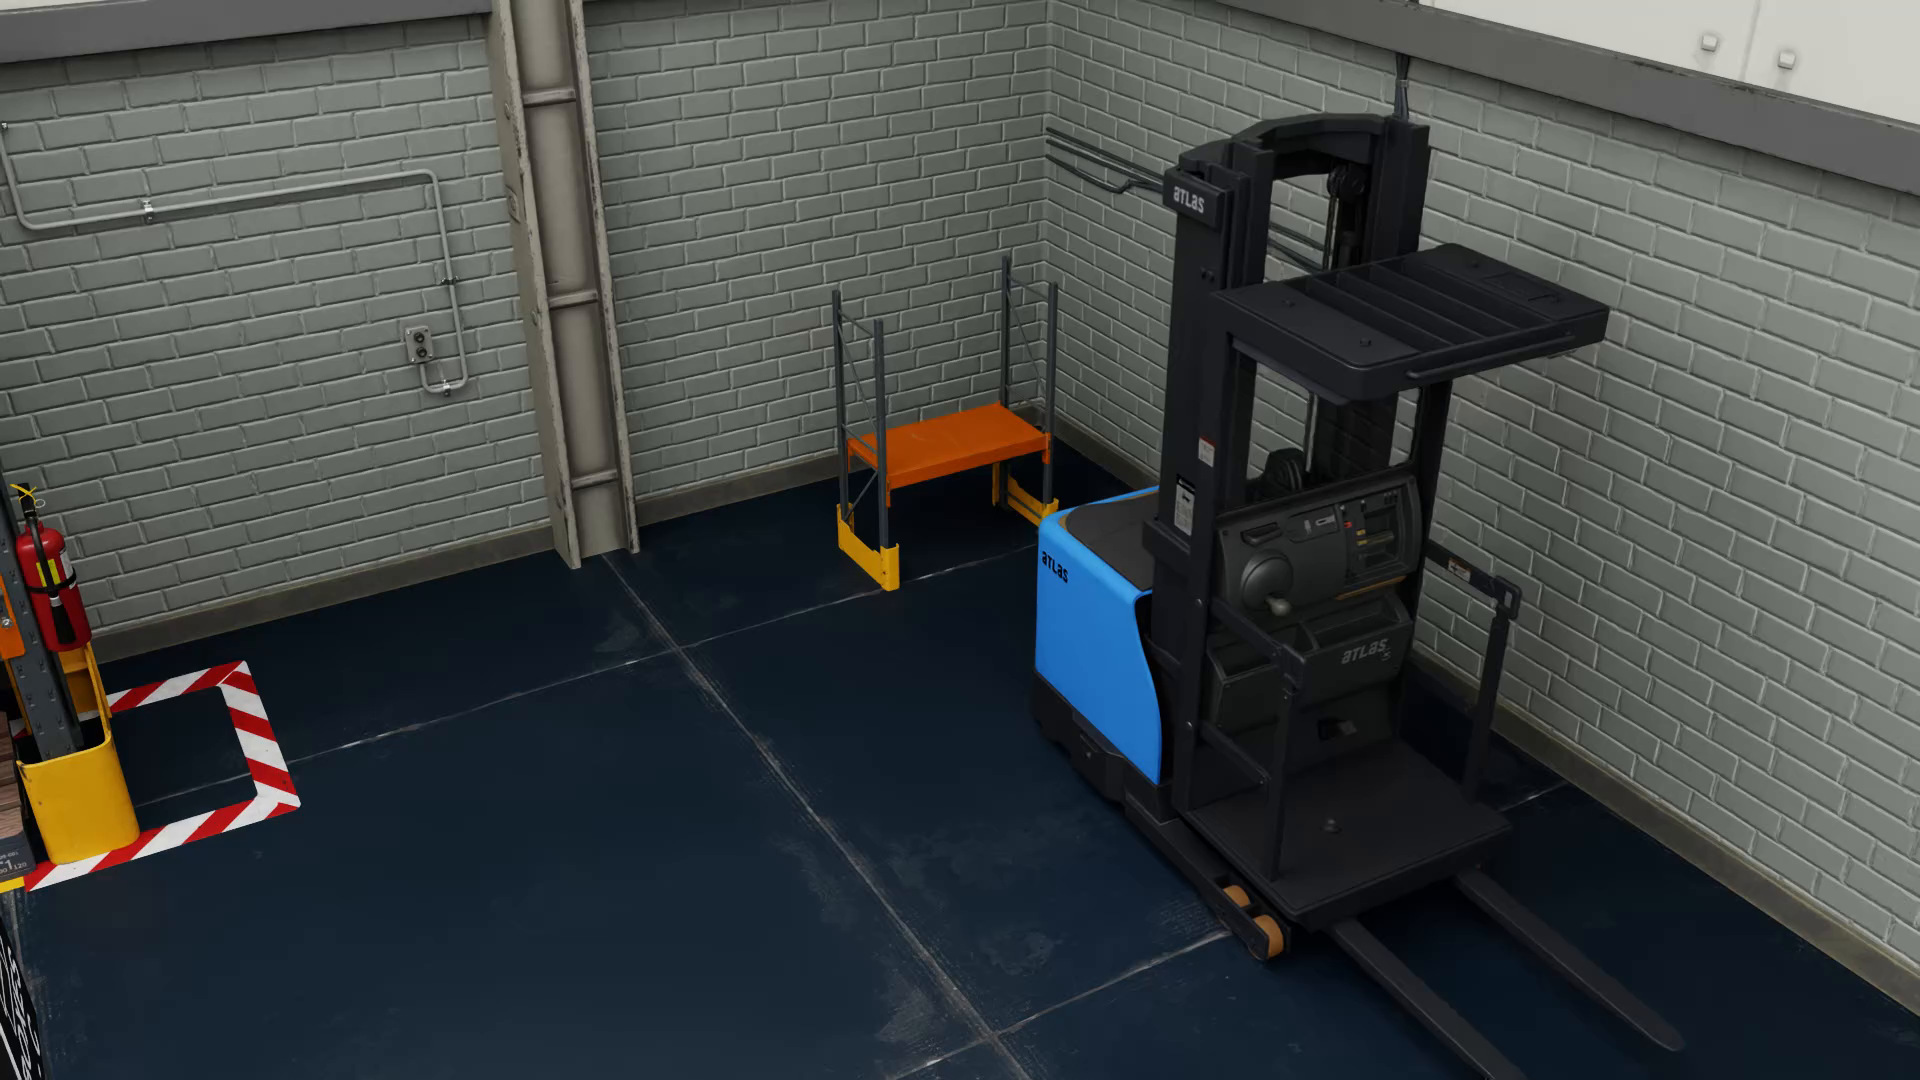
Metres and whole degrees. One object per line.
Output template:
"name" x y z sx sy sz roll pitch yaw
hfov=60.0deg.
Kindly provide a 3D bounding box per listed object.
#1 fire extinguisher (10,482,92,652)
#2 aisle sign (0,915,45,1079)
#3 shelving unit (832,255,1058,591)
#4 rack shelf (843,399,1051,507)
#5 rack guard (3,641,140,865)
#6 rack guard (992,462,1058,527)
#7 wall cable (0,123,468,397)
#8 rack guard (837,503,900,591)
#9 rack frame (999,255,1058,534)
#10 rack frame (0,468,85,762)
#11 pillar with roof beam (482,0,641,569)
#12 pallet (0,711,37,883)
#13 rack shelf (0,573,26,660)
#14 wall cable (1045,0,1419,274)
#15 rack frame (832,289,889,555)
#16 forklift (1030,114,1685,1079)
"fire extinguisher" -3.526 0.107 6.418 0.183 0.674 0.296 -16 33 -26
"aisle sign" -1.467 0.540 2.477 0.004 0.787 0.394 -16 33 -26
"shelving unit" -0.066 -0.638 8.854 1.083 1.500 0.587 -16 33 -26
"rack shelf" -0.074 -0.478 8.937 1.000 0.185 0.538 -16 33 -26
"rack guard" -3.869 0.843 7.205 0.348 0.500 1.175 -16 33 -26
"rack guard" 0.364 -0.213 9.377 0.087 0.250 0.587 -16 33 -26
"wall cable" -3.265 -1.398 7.627 1.851 1.984 0.084 -16 33 -26
"rack guard" -0.495 0.031 8.935 0.087 0.250 0.587 -16 33 -26
"rack frame" 0.365 -0.760 9.075 0.032 1.500 0.500 -16 33 -26
"rack frame" -3.890 -0.246 6.591 0.127 3.000 1.000 -16 33 -26
"pillar with roof beam" 0.181 -2.100 3.742 0.400 9.000 9.100 -16 33 -26
"pallet" -4.539 1.204 6.851 1.213 0.211 1.003 -16 33 -26
"rack shelf" -5.614 0.559 5.877 4.000 0.370 1.077 -16 33 -26
"wall cable" 1.168 -2.748 8.130 0.112 2.526 3.097 -16 33 -26
"rack frame" -0.512 -0.511 8.624 0.032 1.500 0.500 -16 33 -26
"forklift" 1.465 0.067 6.095 1.130 2.935 3.031 -15 32 -24
